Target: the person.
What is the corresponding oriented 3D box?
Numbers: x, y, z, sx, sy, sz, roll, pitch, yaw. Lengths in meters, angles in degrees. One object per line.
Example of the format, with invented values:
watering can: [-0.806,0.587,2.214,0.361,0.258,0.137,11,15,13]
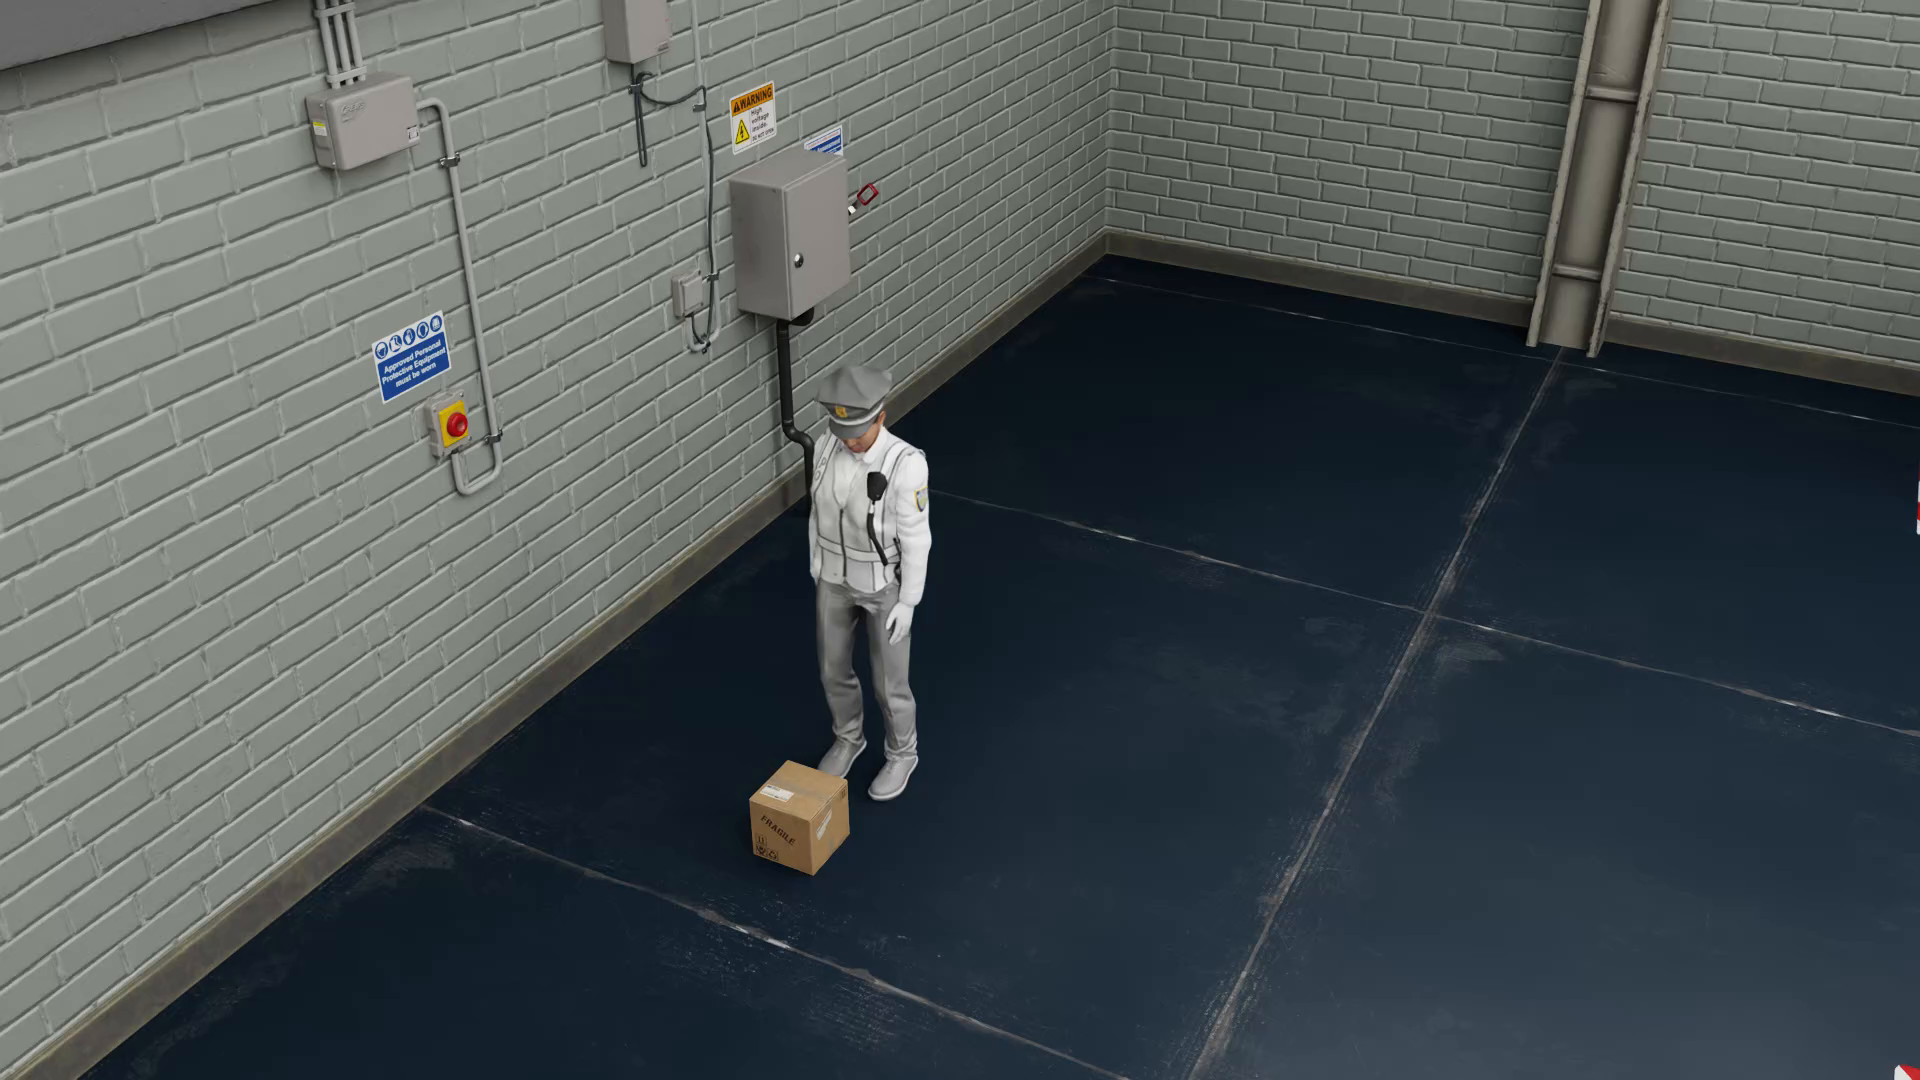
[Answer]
person: [-0.321,0.169,5.856,0.476,1.661,0.338,15,34,24]
